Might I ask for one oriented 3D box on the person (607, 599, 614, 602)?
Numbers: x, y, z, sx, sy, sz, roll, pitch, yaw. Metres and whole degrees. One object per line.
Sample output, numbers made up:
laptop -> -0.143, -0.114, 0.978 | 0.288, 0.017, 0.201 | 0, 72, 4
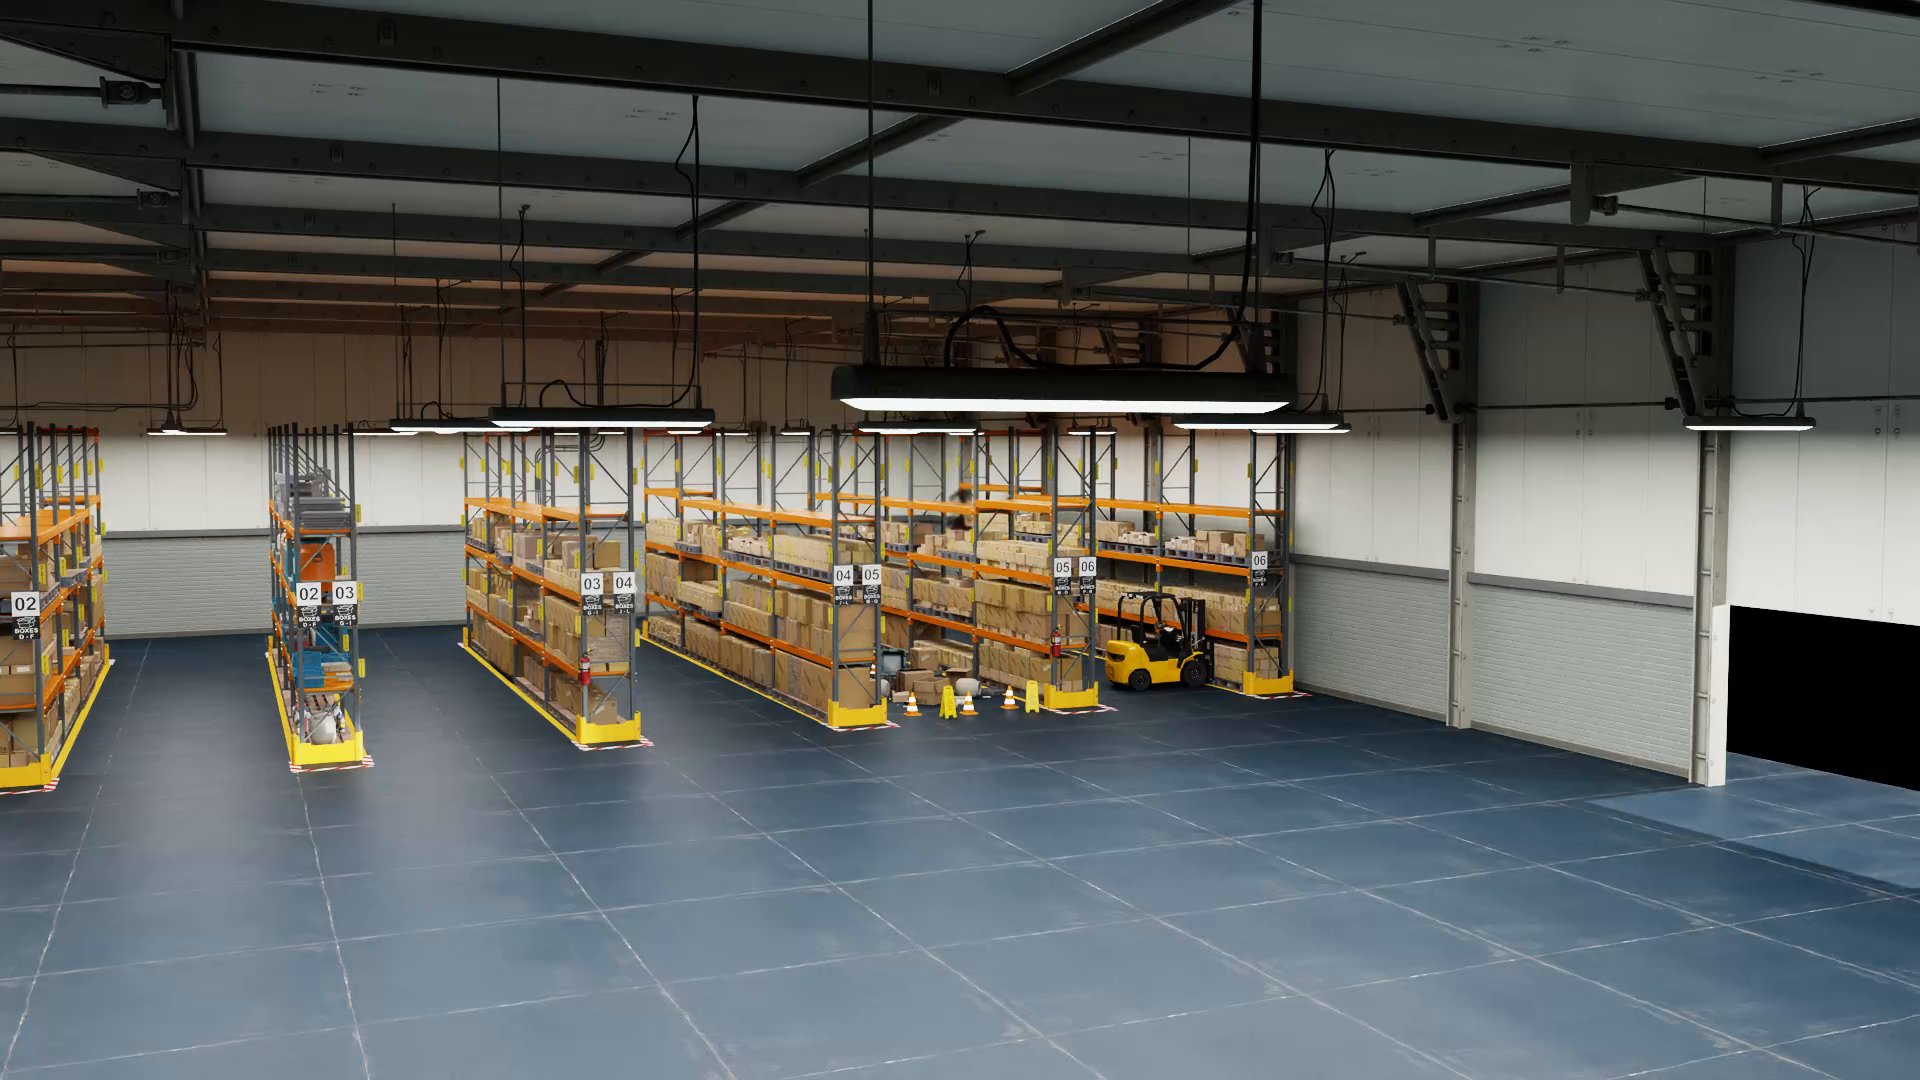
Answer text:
person -> -10.237, 2.045, 47.887 | 0.762, 1.493, 0.698 | 1, 4, 12

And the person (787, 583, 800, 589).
person -> -5.015, 1.730, 51.070 | 0.741, 1.819, 0.684 | -1, 4, -19
